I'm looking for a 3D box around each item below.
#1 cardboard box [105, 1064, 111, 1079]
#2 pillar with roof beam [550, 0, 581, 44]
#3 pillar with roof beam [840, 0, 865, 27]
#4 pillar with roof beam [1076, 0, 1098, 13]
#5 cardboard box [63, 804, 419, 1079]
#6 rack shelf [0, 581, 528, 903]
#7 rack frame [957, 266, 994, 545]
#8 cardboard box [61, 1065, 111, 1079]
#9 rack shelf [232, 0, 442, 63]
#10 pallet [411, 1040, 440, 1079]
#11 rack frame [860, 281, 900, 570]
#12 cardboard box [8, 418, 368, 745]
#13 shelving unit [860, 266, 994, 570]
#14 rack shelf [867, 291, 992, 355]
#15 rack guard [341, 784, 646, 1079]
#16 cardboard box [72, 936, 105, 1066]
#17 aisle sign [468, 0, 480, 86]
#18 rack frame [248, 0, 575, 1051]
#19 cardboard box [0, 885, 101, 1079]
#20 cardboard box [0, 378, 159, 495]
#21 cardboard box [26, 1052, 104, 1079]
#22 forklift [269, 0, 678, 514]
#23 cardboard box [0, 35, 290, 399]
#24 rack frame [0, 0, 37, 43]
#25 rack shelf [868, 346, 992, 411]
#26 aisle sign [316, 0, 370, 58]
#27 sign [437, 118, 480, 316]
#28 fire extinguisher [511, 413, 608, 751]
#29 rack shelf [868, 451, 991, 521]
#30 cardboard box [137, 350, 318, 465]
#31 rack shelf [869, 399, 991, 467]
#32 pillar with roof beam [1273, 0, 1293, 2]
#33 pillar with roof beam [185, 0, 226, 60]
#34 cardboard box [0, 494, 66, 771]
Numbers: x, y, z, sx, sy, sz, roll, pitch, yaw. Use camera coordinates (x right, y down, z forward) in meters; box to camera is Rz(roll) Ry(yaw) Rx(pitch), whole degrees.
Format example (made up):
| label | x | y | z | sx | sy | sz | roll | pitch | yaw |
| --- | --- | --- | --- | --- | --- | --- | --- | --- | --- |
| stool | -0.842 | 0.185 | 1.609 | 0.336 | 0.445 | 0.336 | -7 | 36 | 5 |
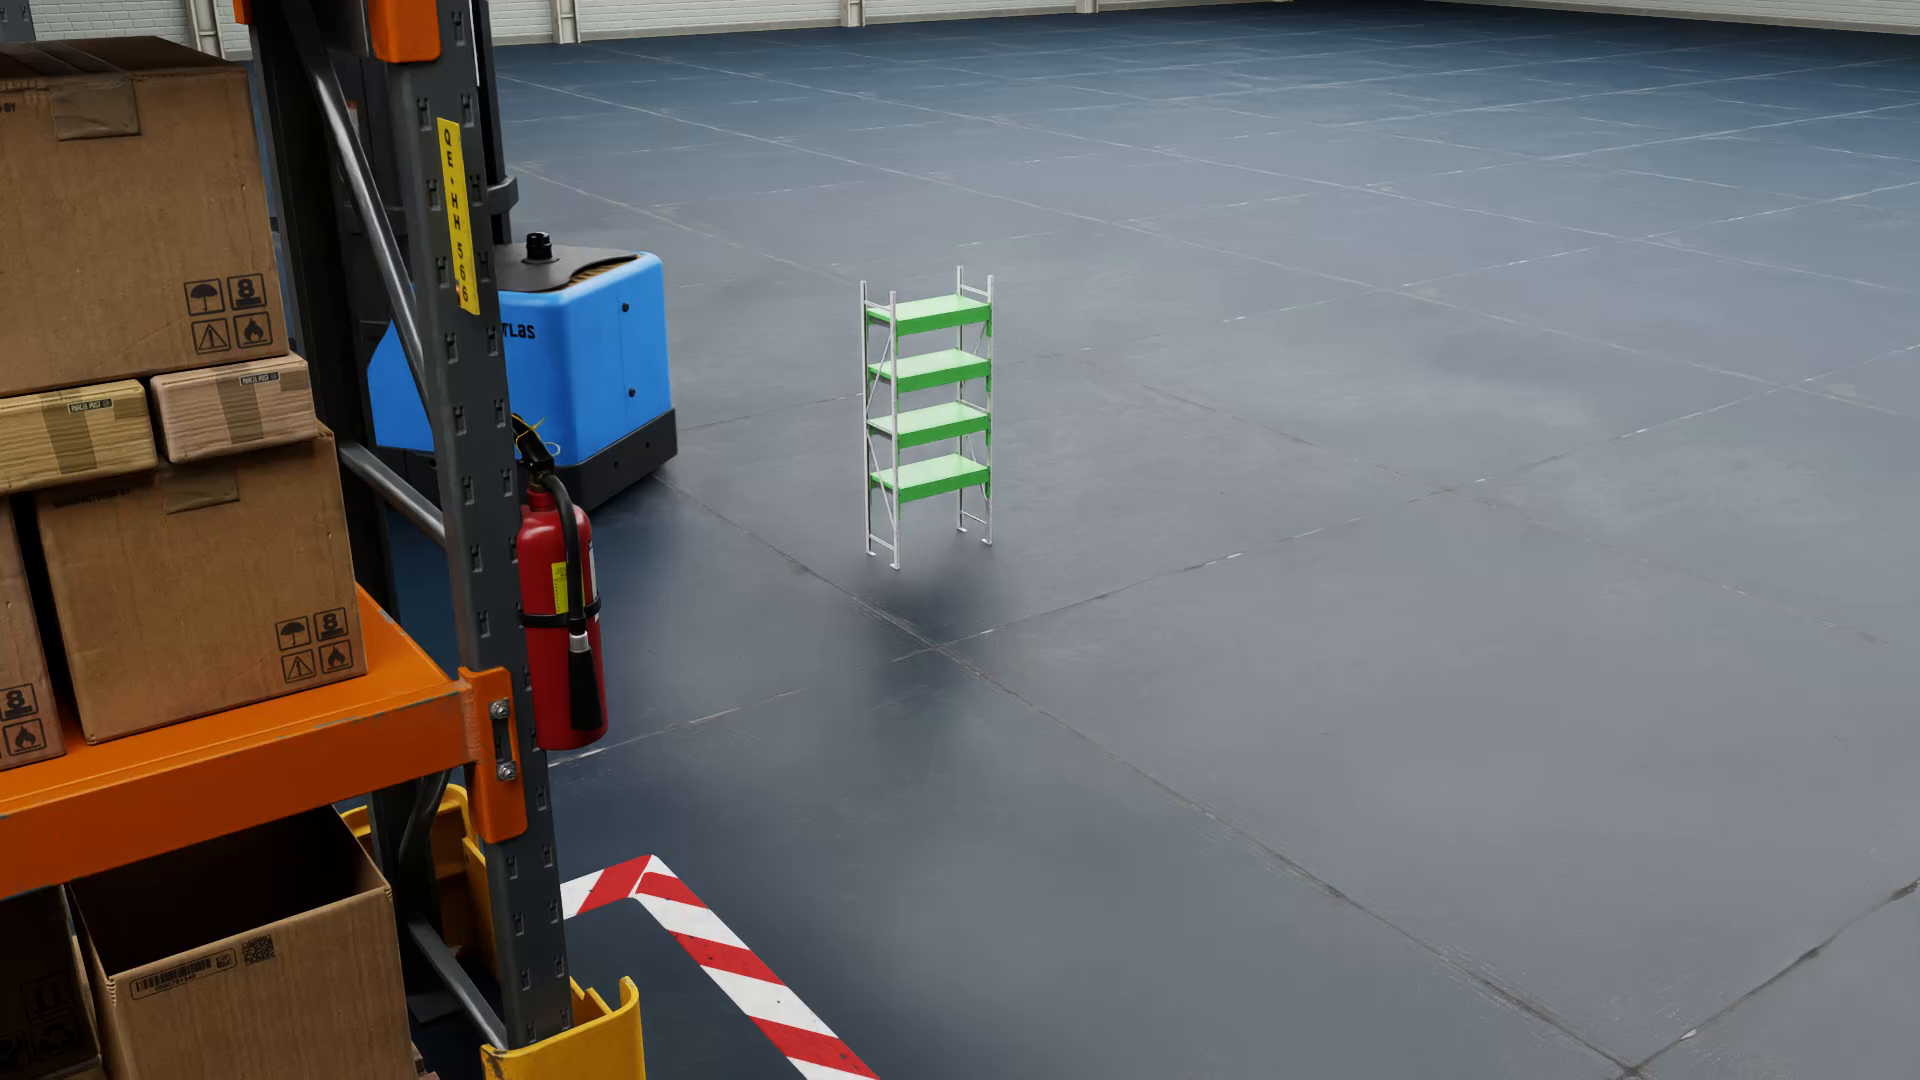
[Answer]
| label | x | y | z | sx | sy | sz | roll | pitch | yaw |
| --- | --- | --- | --- | --- | --- | --- | --- | --- | --- |
| cardboard box | -1.430 | 1.215 | 3.447 | 0.500 | 0.250 | 0.500 | -15 | 26 | -33 |
| pillar with roof beam | -4.476 | -11.736 | 24.665 | 0.400 | 9.000 | 9.100 | -15 | 26 | -33 |
| pillar with roof beam | 0.395 | -13.035 | 27.919 | 0.400 | 9.000 | 9.100 | -15 | 26 | -33 |
| pillar with roof beam | 5.265 | -14.333 | 31.174 | 0.400 | 9.000 | 9.100 | -15 | 26 | -33 |
| cardboard box | -1.429 | 0.868 | 3.307 | 0.500 | 0.500 | 0.500 | -15 | 26 | -33 |
| rack shelf | -2.791 | 0.695 | 2.577 | 4.000 | 0.370 | 1.077 | -15 | 26 | -33 |
| rack frame | 0.064 | -0.574 | 7.217 | 0.015 | 1.200 | 0.240 | -15 | 26 | -33 |
| cardboard box | -1.829 | 1.327 | 3.167 | 0.500 | 0.250 | 0.500 | -15 | 26 | -33 |
| rack shelf | -2.791 | -0.698 | 2.022 | 4.000 | 0.370 | 1.077 | -15 | 26 | -33 |
| pallet | -1.764 | 1.401 | 3.599 | 1.213 | 0.211 | 1.003 | -15 | 26 | -33 |
| rack frame | -0.332 | -0.469 | 6.952 | 0.015 | 1.200 | 0.240 | -15 | 26 | -33 |
| cardboard box | -1.554 | -0.021 | 3.267 | 0.500 | 0.500 | 0.700 | -15 | 26 | -33 |
| shelving unit | -0.134 | -0.521 | 7.084 | 0.503 | 1.200 | 0.258 | -15 | 26 | -33 |
| rack shelf | -0.134 | -0.908 | 6.930 | 0.480 | 0.148 | 0.258 | -15 | 26 | -33 |
| rack guard | -1.148 | 1.084 | 4.005 | 0.348 | 0.500 | 1.175 | -15 | 26 | -33 |
| cardboard box | -1.733 | 1.059 | 3.838 | 0.500 | 0.250 | 0.500 | -15 | 26 | -33 |
| aisle sign | -0.942 | -1.205 | 2.861 | 0.004 | 0.787 | 0.394 | -15 | 26 | -33 |
| rack frame | -1.167 | -0.072 | 3.529 | 0.127 | 3.000 | 1.000 | -15 | 26 | -33 |
| cardboard box | -2.137 | 0.820 | 3.426 | 0.500 | 0.500 | 0.500 | -15 | 26 | -33 |
| cardboard box | -1.578 | -0.222 | 2.896 | 0.250 | 0.149 | 0.380 | -14 | 26 | -32 |
| cardboard box | -2.136 | 1.169 | 3.564 | 0.500 | 0.250 | 0.500 | -15 | 26 | -33 |
| forklift | -2.980 | -1.745 | 7.816 | 3.031 | 2.935 | 1.130 | 7 | 23 | 17 |
| cardboard box | -1.597 | -0.612 | 2.998 | 0.500 | 0.500 | 0.700 | -15 | 26 | -33 |
| rack frame | -4.057 | -1.563 | 7.265 | 0.127 | 3.000 | 1.000 | -15 | 26 | -33 |
| rack shelf | -0.134 | -0.685 | 7.019 | 0.480 | 0.148 | 0.258 | -15 | 26 | -33 |
| aisle sign | -1.293 | -1.386 | 3.314 | 0.004 | 0.787 | 0.394 | -15 | 26 | -33 |
| sign | -0.862 | -0.553 | 2.854 | 0.005 | 0.325 | 0.100 | -15 | 26 | -33 |
| fire extinguisher | -0.800 | 0.078 | 3.257 | 0.183 | 0.674 | 0.296 | -15 | 26 | -33 |
| rack shelf | -0.134 | -0.239 | 7.197 | 0.480 | 0.148 | 0.258 | -15 | 26 | -33 |
| cardboard box | -1.366 | -0.279 | 3.039 | 0.250 | 0.149 | 0.380 | -15 | 26 | -34 |
| rack shelf | -0.134 | -0.462 | 7.108 | 0.480 | 0.148 | 0.258 | -15 | 26 | -33 |
| pillar with roof beam | 10.136 | -15.632 | 34.429 | 0.400 | 9.000 | 9.100 | -15 | 26 | -33 |
| pillar with roof beam | -9.346 | -10.437 | 21.410 | 0.400 | 9.000 | 9.100 | -15 | 26 | -33 |
| cardboard box | -1.977 | 0.094 | 2.978 | 0.500 | 0.500 | 0.700 | -14 | 26 | -31 |
